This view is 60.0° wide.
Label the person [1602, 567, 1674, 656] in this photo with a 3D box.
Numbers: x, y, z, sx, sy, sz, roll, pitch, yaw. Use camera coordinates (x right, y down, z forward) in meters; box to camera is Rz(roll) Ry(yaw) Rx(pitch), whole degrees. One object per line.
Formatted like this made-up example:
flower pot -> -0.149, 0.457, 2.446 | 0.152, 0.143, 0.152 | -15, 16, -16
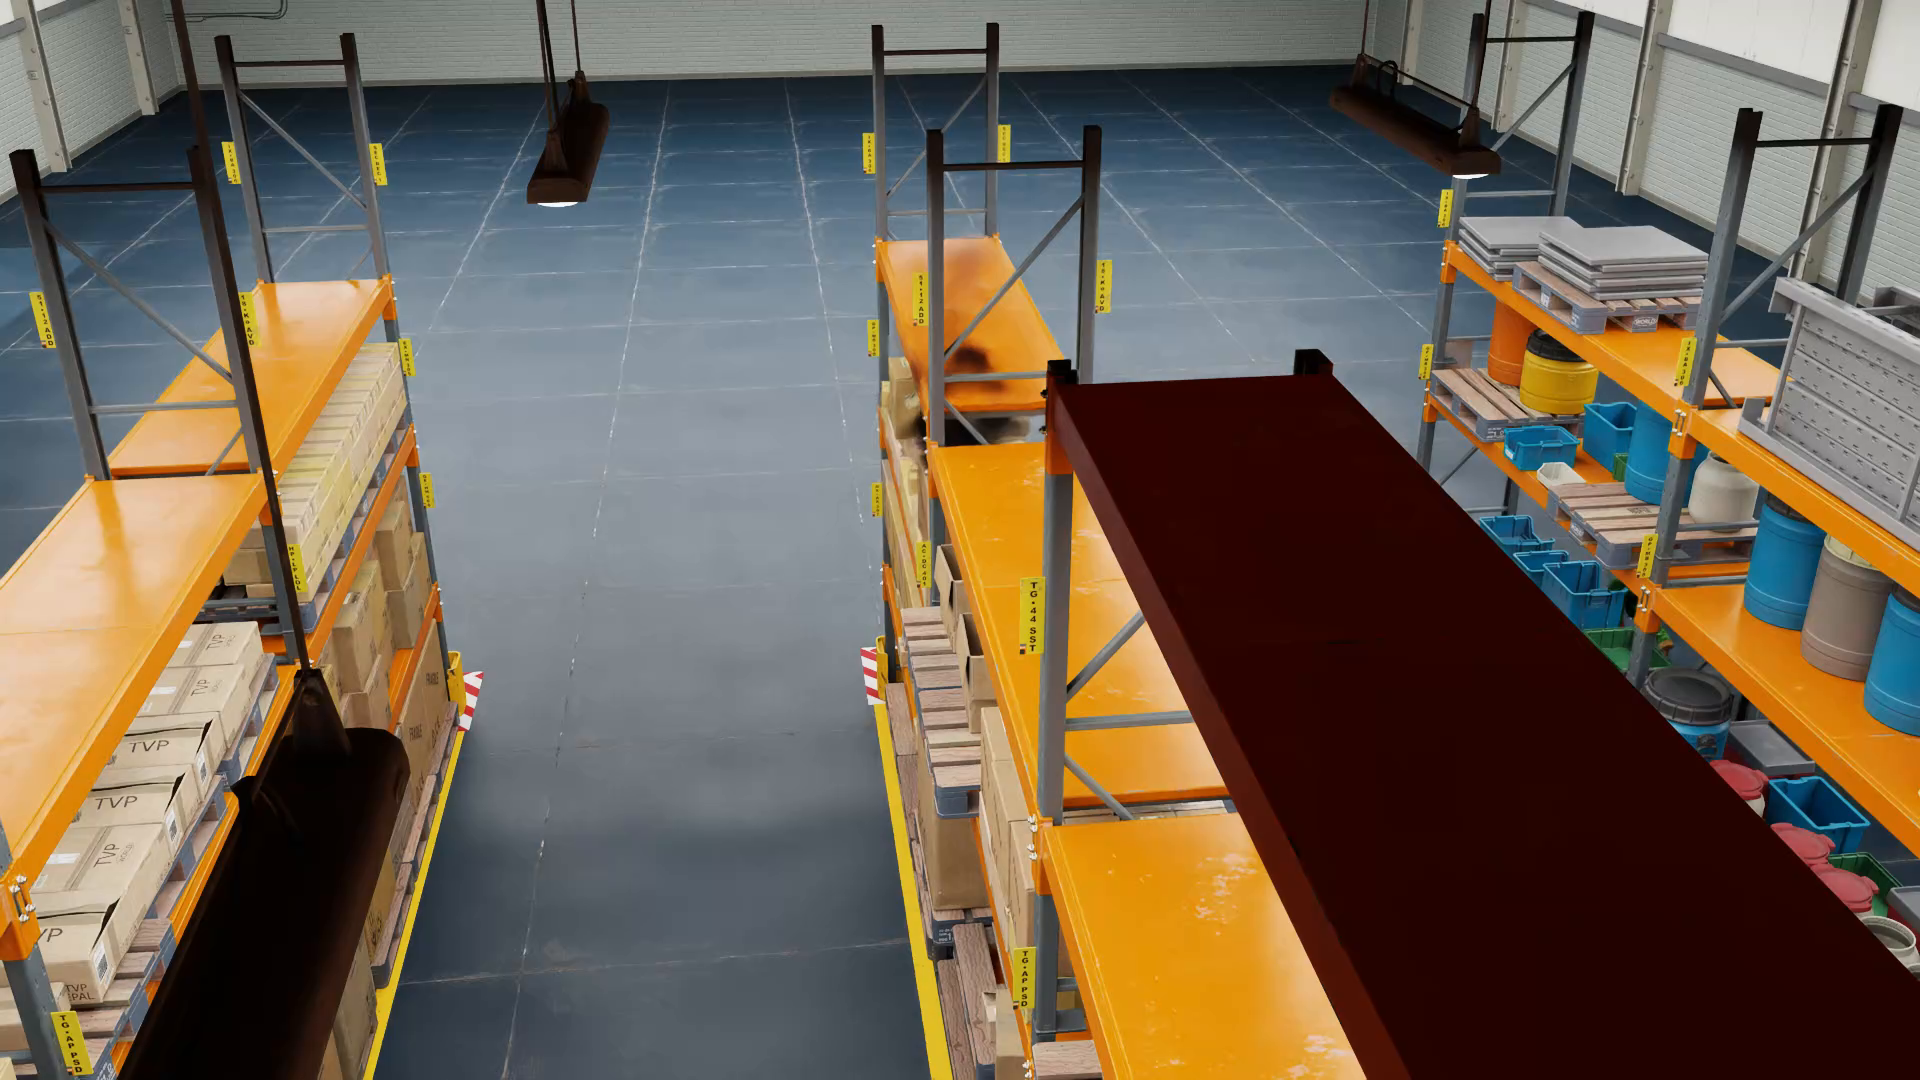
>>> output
person -> 6.400, 0.381, 15.701 | 0.673, 1.775, 0.849 | -11, 27, -21
